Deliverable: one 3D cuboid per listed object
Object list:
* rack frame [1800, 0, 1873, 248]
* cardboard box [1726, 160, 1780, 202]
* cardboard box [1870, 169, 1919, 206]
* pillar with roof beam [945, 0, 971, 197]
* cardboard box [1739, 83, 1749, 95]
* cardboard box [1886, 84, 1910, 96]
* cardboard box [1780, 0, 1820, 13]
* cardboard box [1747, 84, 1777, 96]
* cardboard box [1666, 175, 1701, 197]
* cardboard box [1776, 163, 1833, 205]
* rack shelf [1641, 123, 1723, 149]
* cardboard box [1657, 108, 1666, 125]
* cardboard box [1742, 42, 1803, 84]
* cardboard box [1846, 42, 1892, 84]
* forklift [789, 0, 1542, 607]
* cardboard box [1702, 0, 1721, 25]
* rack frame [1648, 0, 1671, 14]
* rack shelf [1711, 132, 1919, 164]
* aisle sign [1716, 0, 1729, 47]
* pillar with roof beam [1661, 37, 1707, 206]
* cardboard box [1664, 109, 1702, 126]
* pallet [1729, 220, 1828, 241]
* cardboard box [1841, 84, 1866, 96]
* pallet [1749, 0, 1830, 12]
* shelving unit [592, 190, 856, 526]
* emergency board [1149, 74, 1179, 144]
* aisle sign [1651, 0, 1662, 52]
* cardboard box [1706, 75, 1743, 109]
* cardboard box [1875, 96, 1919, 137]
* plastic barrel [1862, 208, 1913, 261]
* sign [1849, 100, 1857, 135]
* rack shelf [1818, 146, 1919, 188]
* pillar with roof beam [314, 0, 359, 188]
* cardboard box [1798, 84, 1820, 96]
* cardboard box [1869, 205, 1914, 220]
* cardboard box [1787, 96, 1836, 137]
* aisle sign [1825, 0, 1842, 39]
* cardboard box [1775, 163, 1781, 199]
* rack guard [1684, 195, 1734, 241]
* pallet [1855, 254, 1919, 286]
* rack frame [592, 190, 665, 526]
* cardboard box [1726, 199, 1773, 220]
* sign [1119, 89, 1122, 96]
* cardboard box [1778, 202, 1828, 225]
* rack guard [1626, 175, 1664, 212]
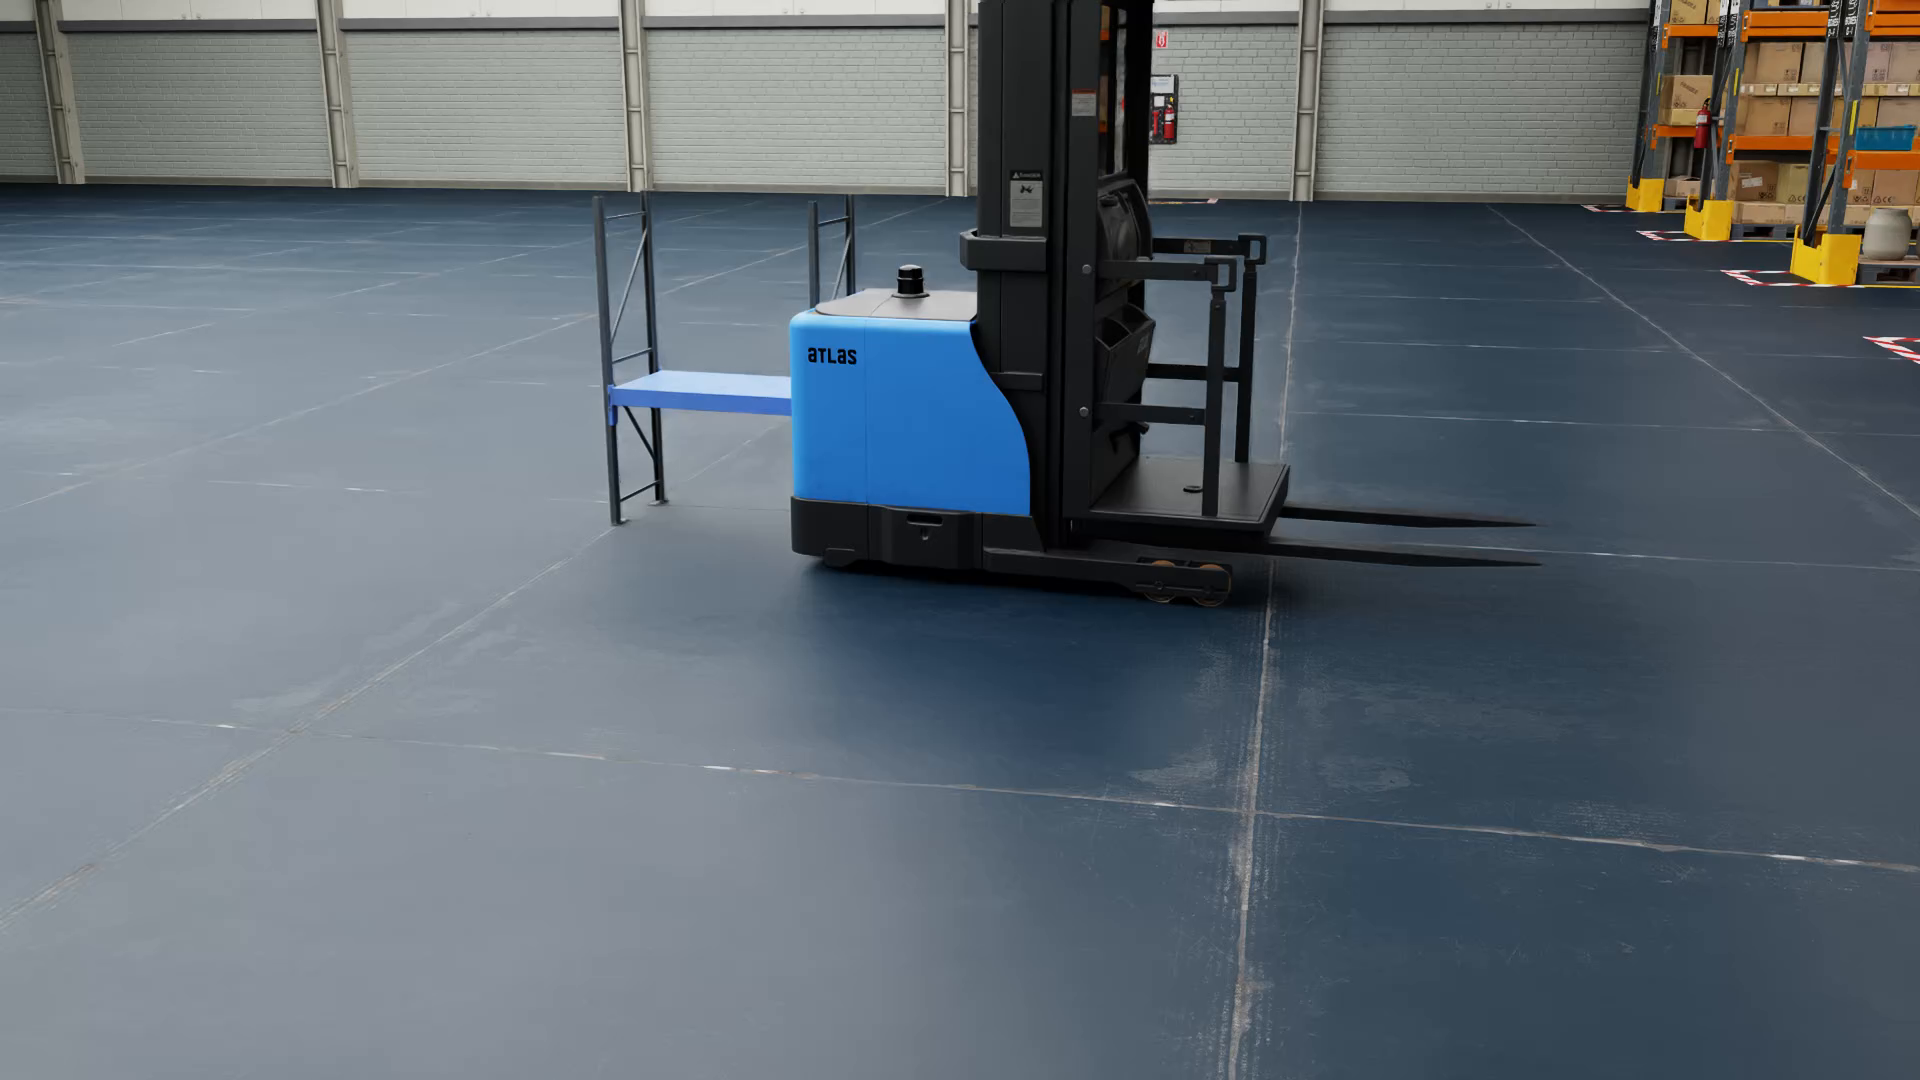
[{"bbox_3d":[8.895,-4.164,16.904,0.127,3.000,1.000,3,16,11],"label":"rack frame"},{"bbox_3d":[10.470,-4.747,21.970,0.500,0.500,0.500,3,16,11],"label":"cardboard box"},{"bbox_3d":[11.836,-4.531,21.188,0.500,0.500,0.500,3,16,11],"label":"cardboard box"},{"bbox_3d":[-0.890,-9.348,24.380,0.400,9.000,9.100,3,16,11],"label":"pillar with roof beam"},{"bbox_3d":[10.298,-5.849,21.588,0.250,0.149,0.380,3,16,10],"label":"cardboard box"},{"bbox_3d":[11.733,-5.661,20.906,0.250,0.149,0.380,3,16,12],"label":"cardboard box"},{"bbox_3d":[12.705,-8.088,25.228,0.500,0.500,0.500,4,16,15],"label":"cardboard box"},{"bbox_3d":[10.227,-5.743,21.202,0.250,0.149,0.380,3,16,11],"label":"cardboard box"},{"bbox_3d":[11.529,-5.611,26.342,0.500,0.311,0.500,1,16,5],"label":"cardboard box"},{"bbox_3d":[10.857,-4.585,21.385,0.500,0.500,0.500,3,16,11],"label":"cardboard box"},{"bbox_3d":[12.829,-6.302,25.972,4.000,0.370,1.077,3,16,11],"label":"rack shelf"},{"bbox_3d":[11.366,-6.718,26.371,0.500,0.250,0.500,3,16,12],"label":"cardboard box"},{"bbox_3d":[10.392,-6.102,21.283,0.500,0.500,0.700,3,16,11],"label":"cardboard box"},{"bbox_3d":[11.403,-6.048,21.091,0.500,0.500,0.700,3,16,11],"label":"cardboard box"},{"bbox_3d":[0.859,-1.307,6.720,3.031,2.935,1.130,5,16,16],"label":"forklift"},{"bbox_3d":[11.666,-8.138,25.406,0.500,0.500,0.500,4,16,15],"label":"cardboard box"},{"bbox_3d":[10.869,-9.646,25.459,0.127,3.000,1.000,3,16,11],"label":"rack frame"},{"bbox_3d":[11.845,-5.006,21.293,4.000,0.370,1.077,3,16,11],"label":"rack shelf"},{"bbox_3d":[9.880,-6.792,21.524,0.004,0.787,0.394,3,16,11],"label":"aisle sign"},{"bbox_3d":[10.869,-8.709,22.076,0.400,9.000,9.100,3,16,11],"label":"pillar with roof beam"},{"bbox_3d":[11.284,-6.584,25.884,0.500,0.250,0.500,3,16,9],"label":"cardboard box"},{"bbox_3d":[10.643,-4.086,21.846,1.213,0.211,1.003,3,16,11],"label":"pallet"},{"bbox_3d":[11.239,-5.688,21.006,0.250,0.149,0.380,3,16,9],"label":"cardboard box"},{"bbox_3d":[10.573,-6.818,21.032,1.213,0.211,1.003,3,16,11],"label":"pallet"},{"bbox_3d":[-1.050,-0.814,7.622,1.048,1.500,0.538,5,16,16],"label":"shelving unit"},{"bbox_3d":[3.434,-7.405,28.605,0.643,1.169,0.194,3,16,11],"label":"emergency board"},{"bbox_3d":[10.739,-7.933,25.643,0.004,0.787,0.394,3,16,11],"label":"aisle sign"},{"bbox_3d":[11.759,-6.921,25.697,0.500,0.500,0.500,3,16,11],"label":"cardboard box"},{"bbox_3d":[11.858,-5.398,21.171,0.500,0.500,0.700,4,16,13],"label":"cardboard box"},{"bbox_3d":[9.555,-3.152,17.126,0.421,0.512,0.421,0,15,0],"label":"plastic barrel"},{"bbox_3d":[8.781,-4.153,16.348,0.005,0.325,0.100,3,16,11],"label":"sign"},{"bbox_3d":[10.855,-3.711,16.616,4.000,0.370,1.077,3,16,11],"label":"rack shelf"},{"bbox_3d":[-12.649,-9.986,26.685,0.400,9.000,9.100,3,16,11],"label":"pillar with roof beam"},{"bbox_3d":[10.730,-5.716,21.105,0.250,0.149,0.380,3,16,11],"label":"cardboard box"},{"bbox_3d":[11.836,-4.170,21.289,0.500,0.250,0.500,3,16,11],"label":"cardboard box"},{"bbox_3d":[10.856,-5.453,21.370,0.500,0.500,0.700,4,16,13],"label":"cardboard box"},{"bbox_3d":[8.883,-5.498,16.851,0.004,0.787,0.394,3,16,11],"label":"aisle sign"},{"bbox_3d":[12.797,-5.620,26.019,0.500,0.500,0.700,2,16,8],"label":"cardboard box"},{"bbox_3d":[9.862,-4.256,21.919,0.348,0.500,1.175,3,16,11],"label":"rack guard"},{"bbox_3d":[9.774,-2.783,17.145,1.213,0.211,1.003,3,16,11],"label":"pallet"},{"bbox_3d":[-1.537,-0.853,7.761,0.032,1.500,0.500,5,16,16],"label":"rack frame"},{"bbox_3d":[10.470,-4.385,22.068,0.500,0.250,0.500,3,16,11],"label":"cardboard box"},{"bbox_3d":[2.915,-7.731,28.724,0.331,0.109,0.001,3,16,11],"label":"sign"},{"bbox_3d":[10.857,-4.224,21.486,0.500,0.250,0.500,3,16,11],"label":"cardboard box"},{"bbox_3d":[10.943,-5.547,26.579,0.348,0.500,1.175,3,16,11],"label":"rack guard"}]
